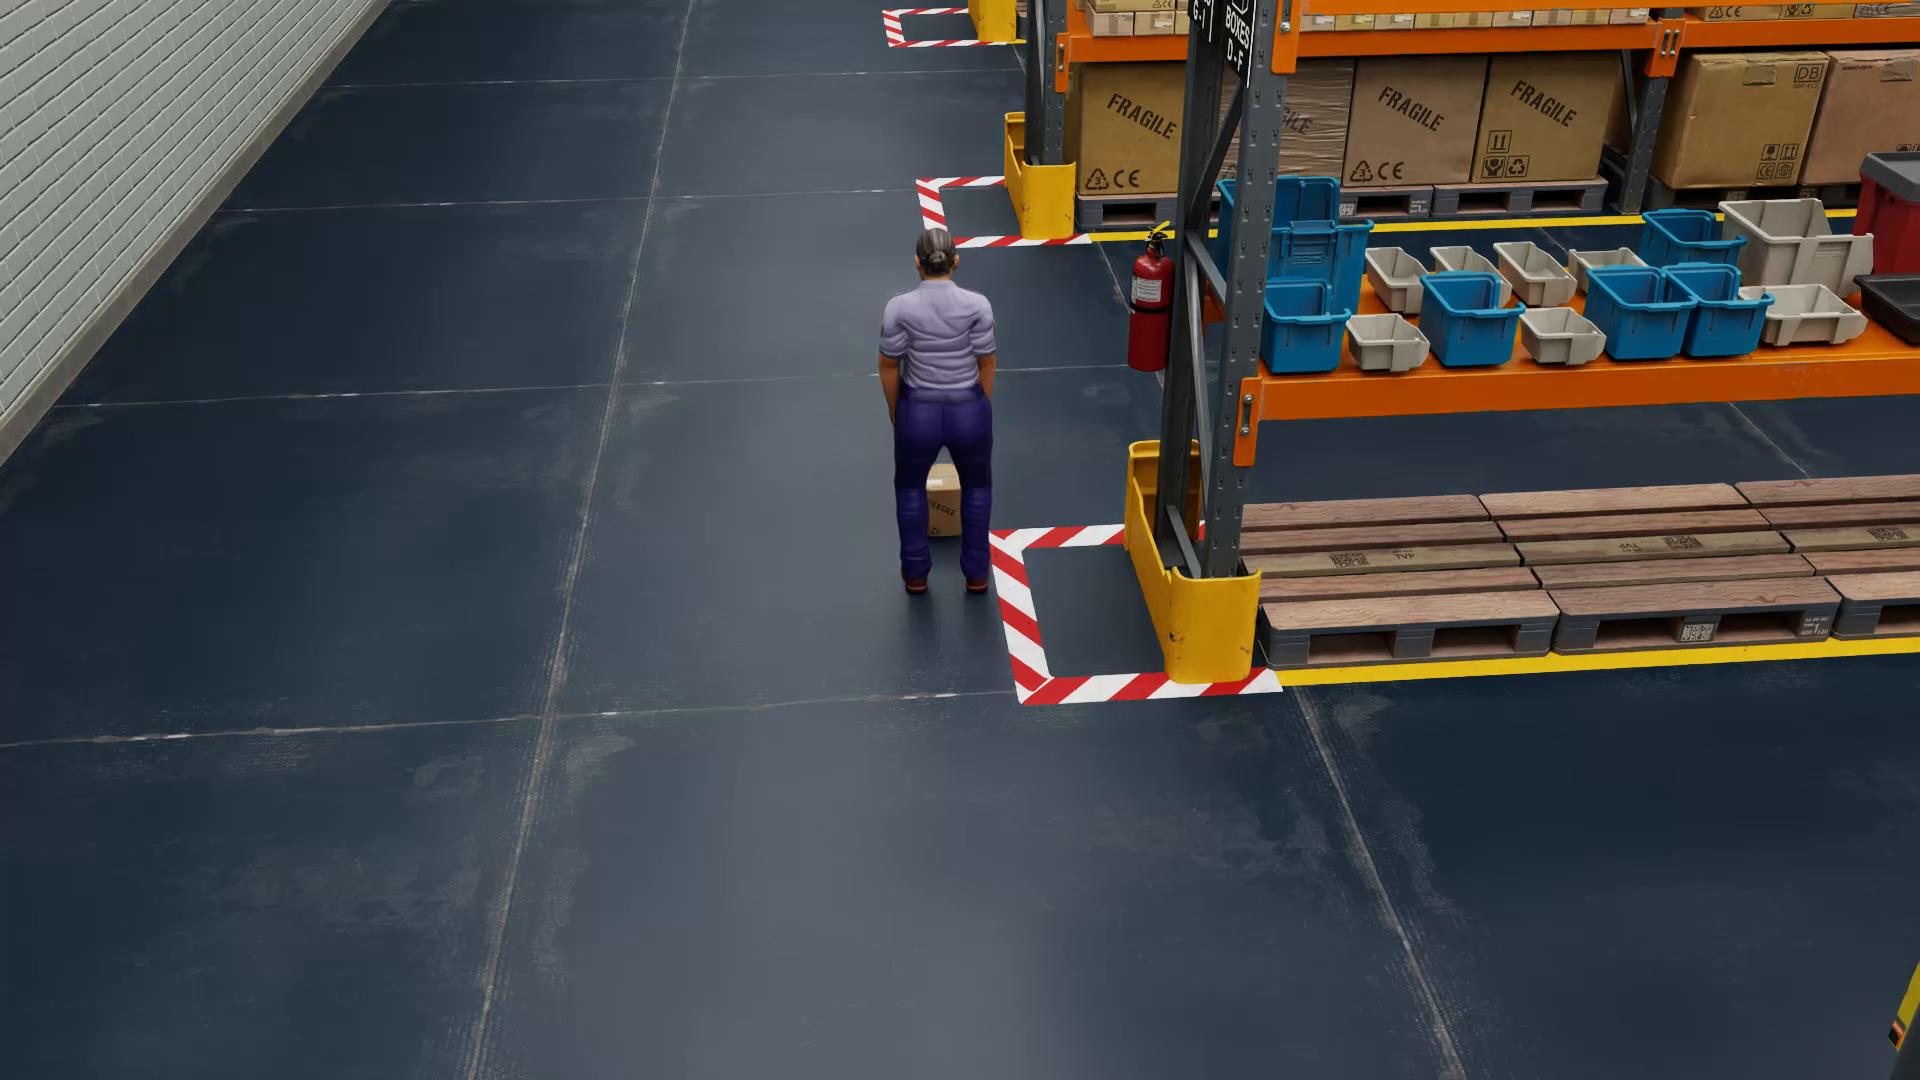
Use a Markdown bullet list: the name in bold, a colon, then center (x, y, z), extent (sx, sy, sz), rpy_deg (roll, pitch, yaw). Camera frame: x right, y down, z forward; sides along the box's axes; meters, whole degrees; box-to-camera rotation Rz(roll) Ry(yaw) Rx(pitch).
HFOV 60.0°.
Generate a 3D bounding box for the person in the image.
- **person**: center (-0.095, -0.510, 7.025), extent (0.489, 1.621, 0.372), rpy_deg (0, 31, 0)
